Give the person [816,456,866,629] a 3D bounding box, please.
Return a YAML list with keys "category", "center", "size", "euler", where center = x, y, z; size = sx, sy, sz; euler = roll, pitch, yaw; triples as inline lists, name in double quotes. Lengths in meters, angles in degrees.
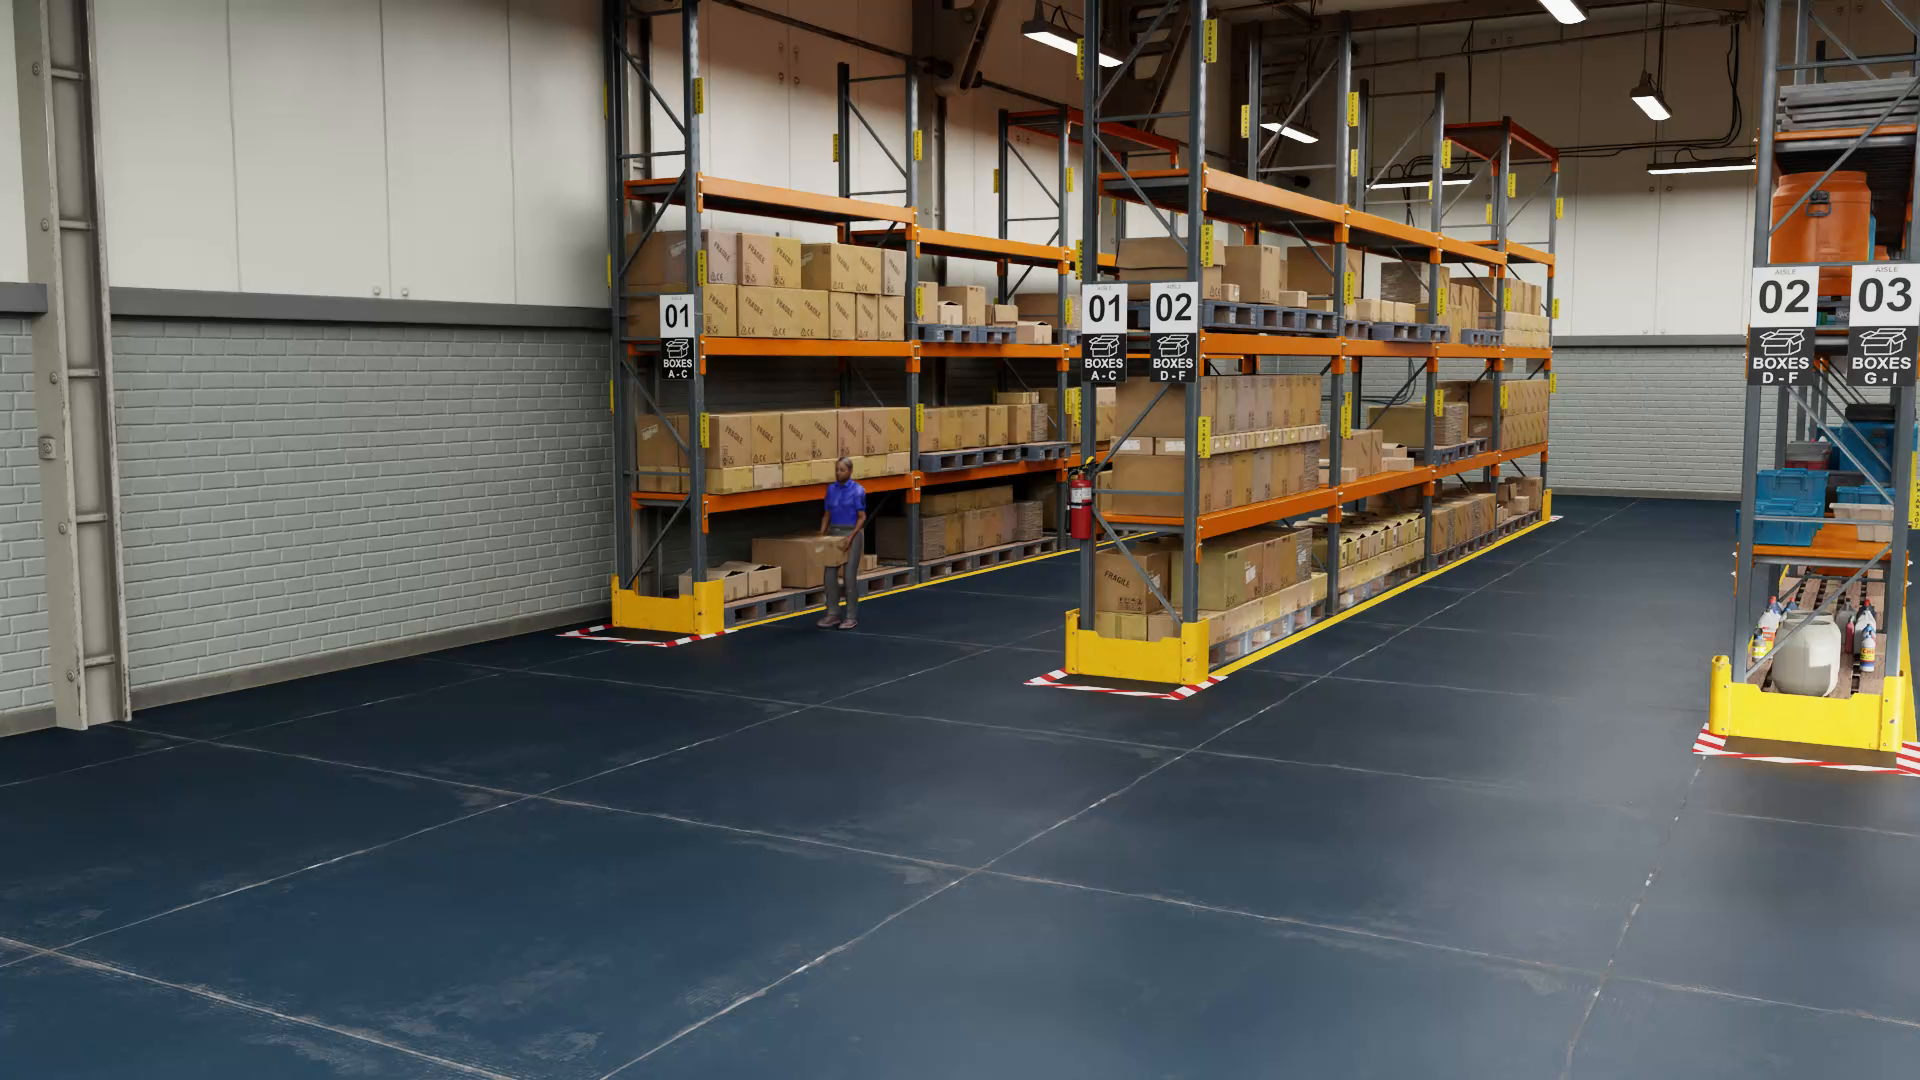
- category: "person"
  center: [-1.151, 0.017, 16.194]
  size: [0.481, 1.662, 0.397]
  euler: [3, 7, 28]
